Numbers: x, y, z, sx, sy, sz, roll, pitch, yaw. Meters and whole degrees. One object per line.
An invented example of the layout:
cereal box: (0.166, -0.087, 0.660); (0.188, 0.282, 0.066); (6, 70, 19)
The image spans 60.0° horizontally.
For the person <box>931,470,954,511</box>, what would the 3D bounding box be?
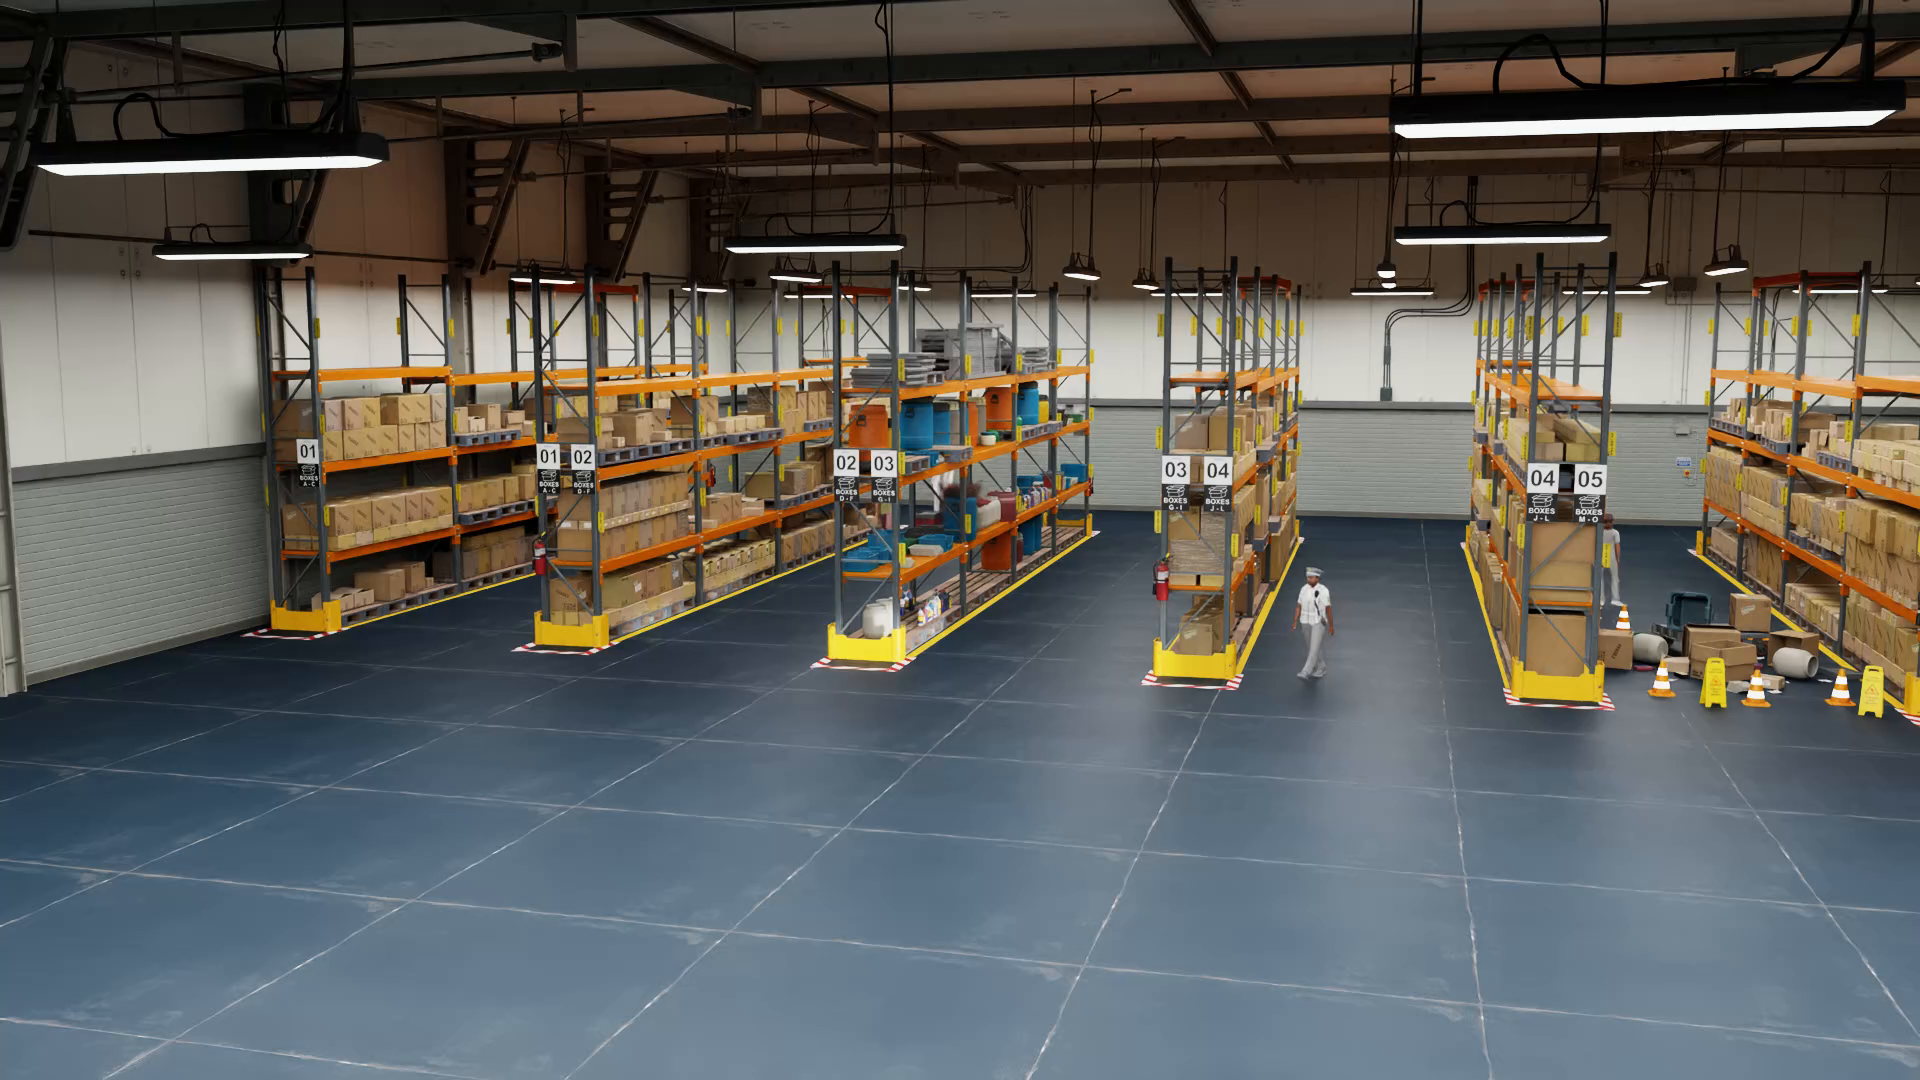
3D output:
person: (-0.485, -1.458, 43.958); (0.632, 1.718, 1.114); (1, 7, 5)

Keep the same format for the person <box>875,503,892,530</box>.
person: (-1.695, -0.622, 37.972); (0.463, 1.611, 1.082); (1, 7, 11)

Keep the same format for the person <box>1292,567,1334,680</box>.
person: (4.964, 1.190, 23.613); (1.028, 1.624, 0.501); (-7, 10, -43)

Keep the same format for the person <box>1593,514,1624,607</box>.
person: (11.763, 0.370, 30.087); (0.591, 1.684, 0.447); (2, 8, 18)
